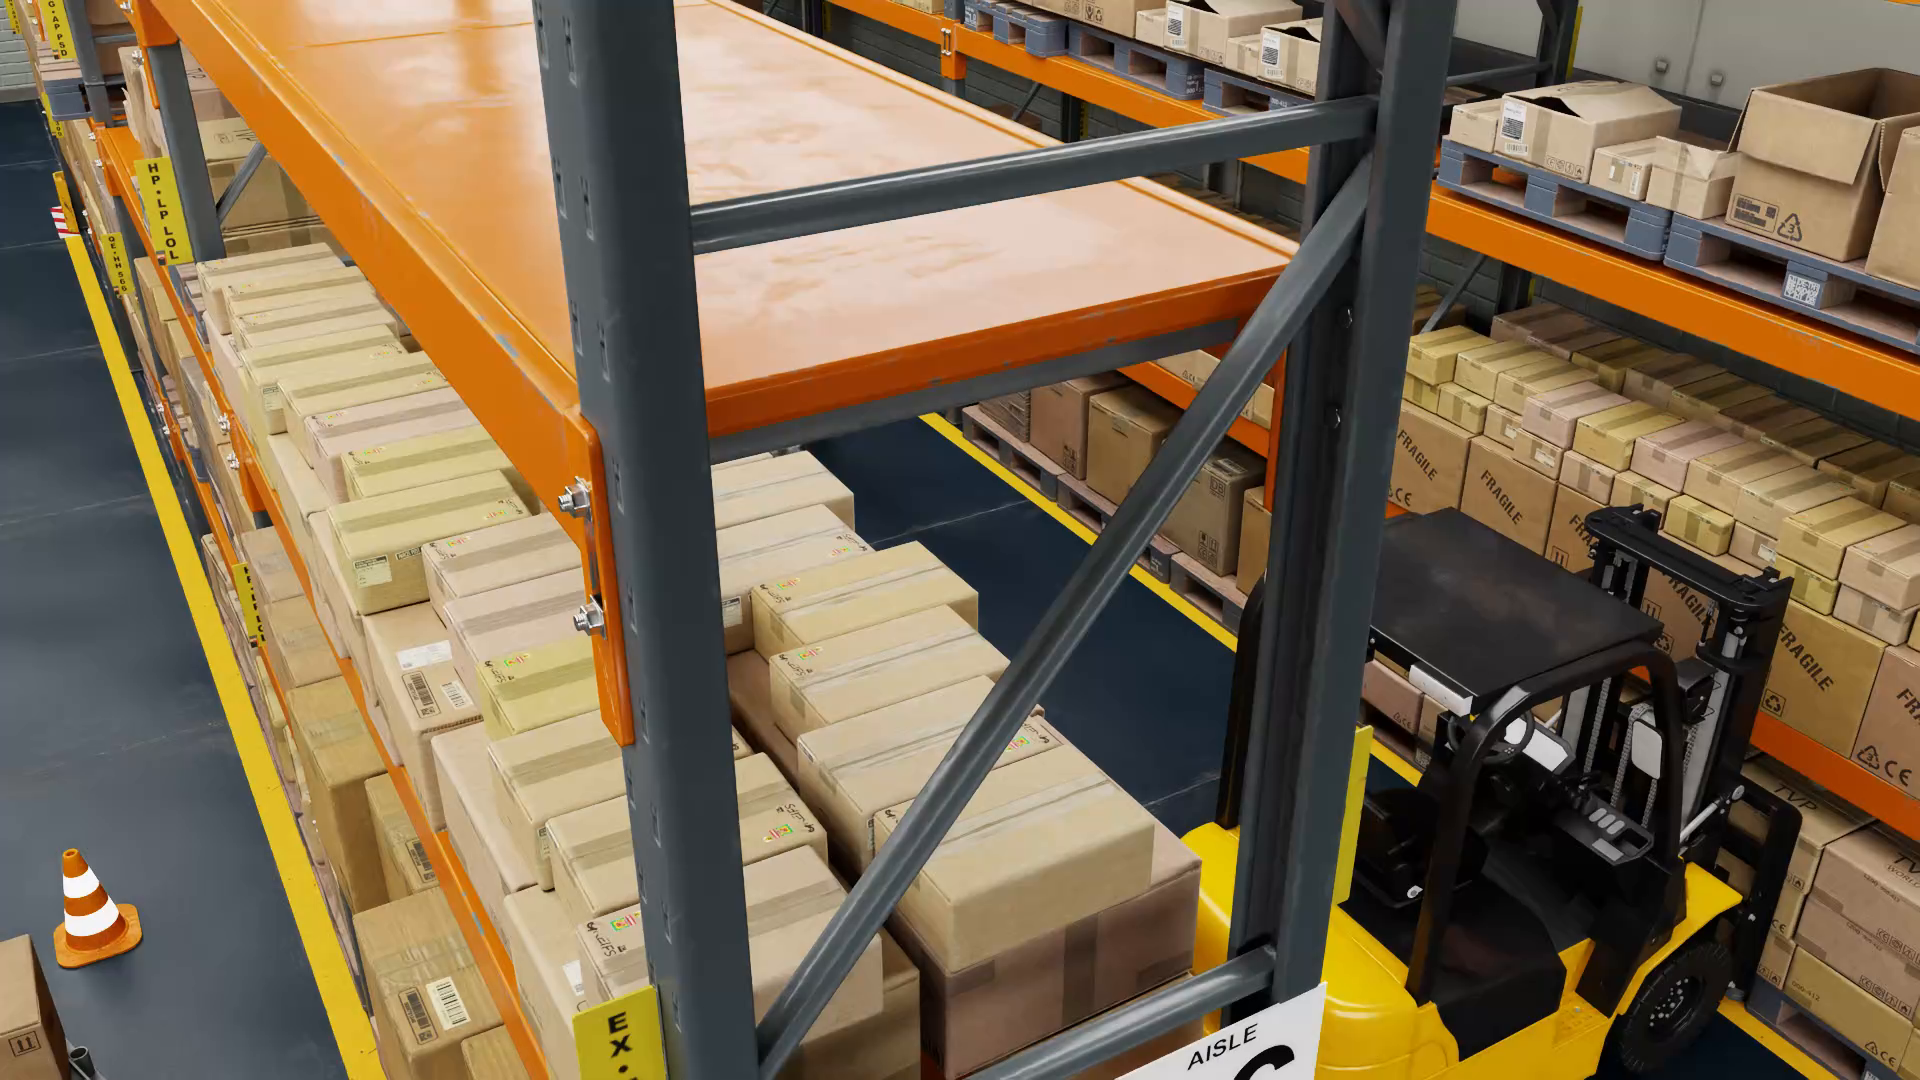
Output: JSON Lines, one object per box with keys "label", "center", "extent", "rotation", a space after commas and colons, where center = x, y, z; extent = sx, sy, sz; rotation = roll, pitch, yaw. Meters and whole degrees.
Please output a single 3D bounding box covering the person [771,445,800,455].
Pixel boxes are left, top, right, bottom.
{"label": "person", "center": [-1.418, -1.464, 11.216], "extent": [0.589, 1.734, 1.061], "rotation": [-22, 36, -35]}
